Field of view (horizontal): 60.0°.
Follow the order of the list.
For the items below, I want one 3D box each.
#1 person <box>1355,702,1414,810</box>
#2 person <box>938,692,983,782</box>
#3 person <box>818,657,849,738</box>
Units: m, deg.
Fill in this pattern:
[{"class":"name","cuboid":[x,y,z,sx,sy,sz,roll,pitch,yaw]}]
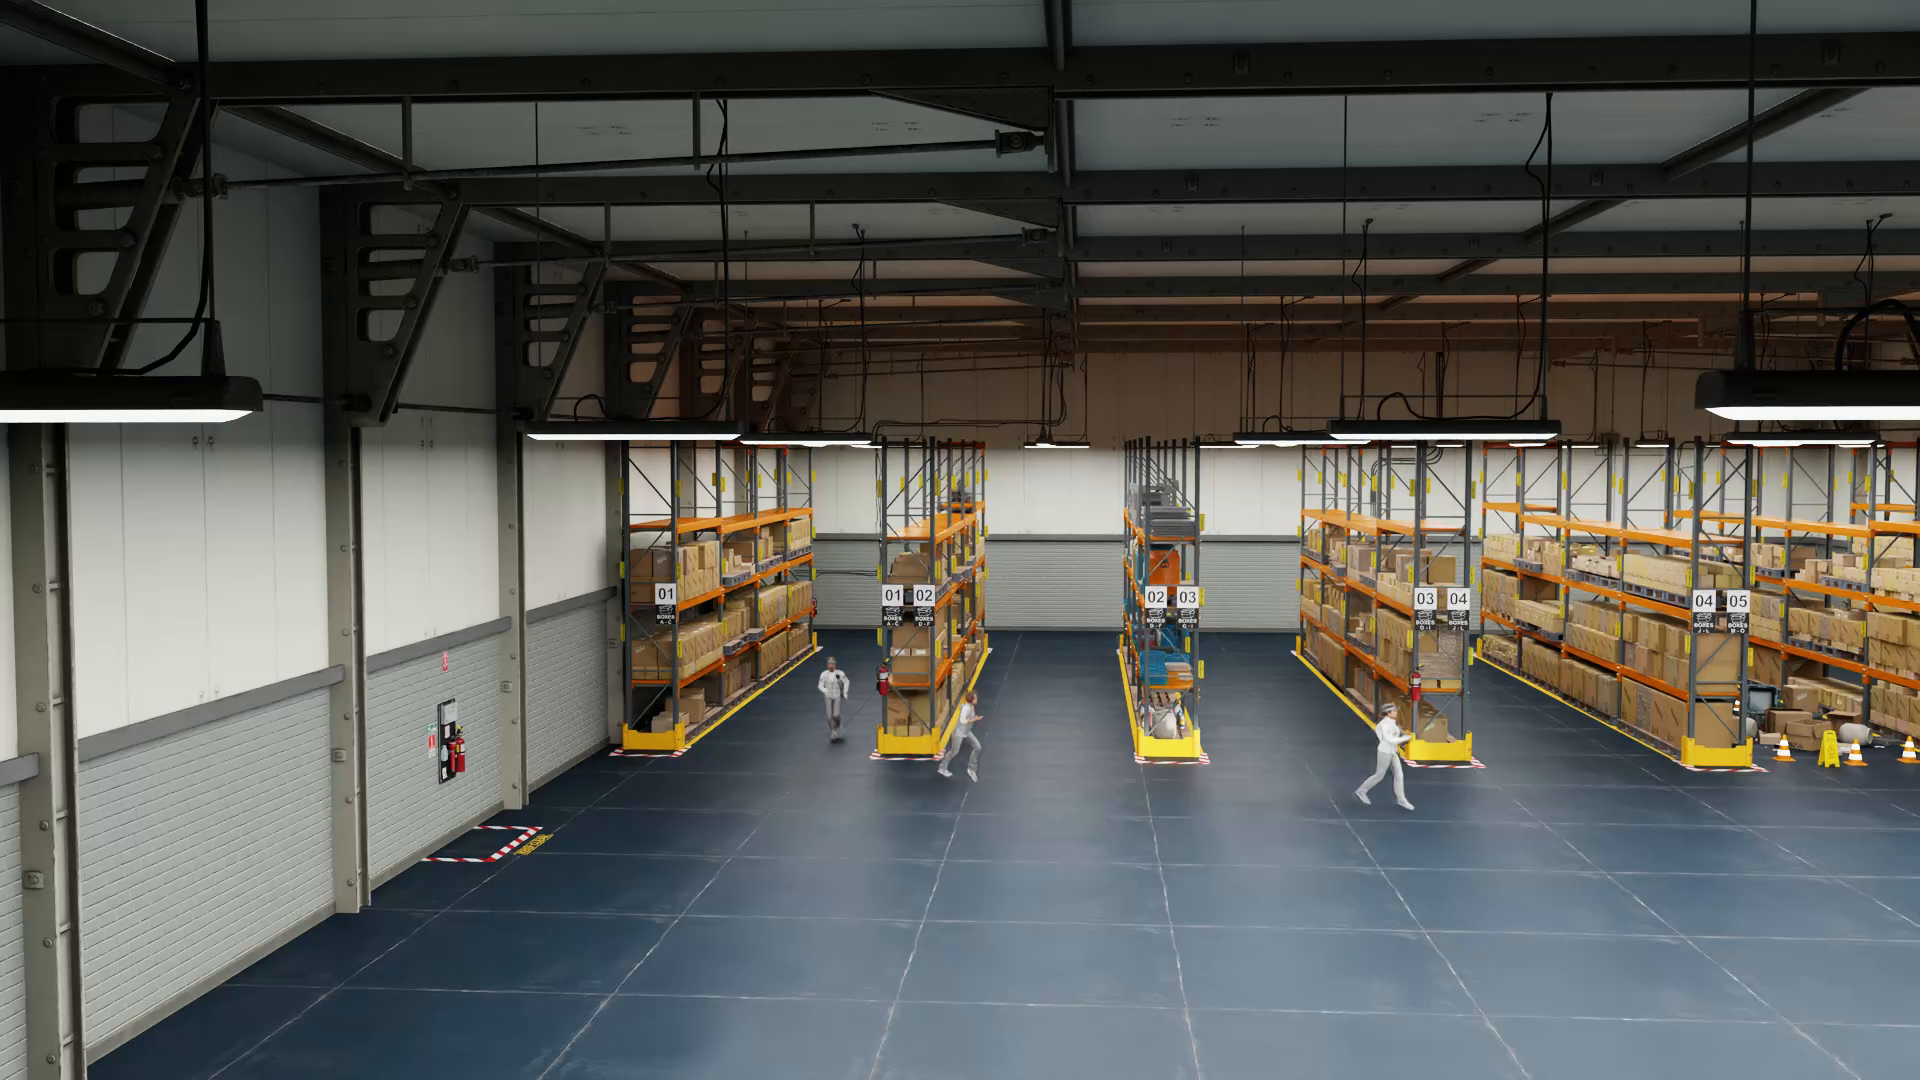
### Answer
[{"class":"person","cuboid":[6.806,3.427,26.589,0.919,1.702,0.598,2,3,27]},{"class":"person","cuboid":[0.012,3.404,28.800,0.868,1.564,0.527,2,3,29]},{"class":"person","cuboid":[-2.508,3.127,32.894,0.585,1.644,0.690,0,3,3]}]
